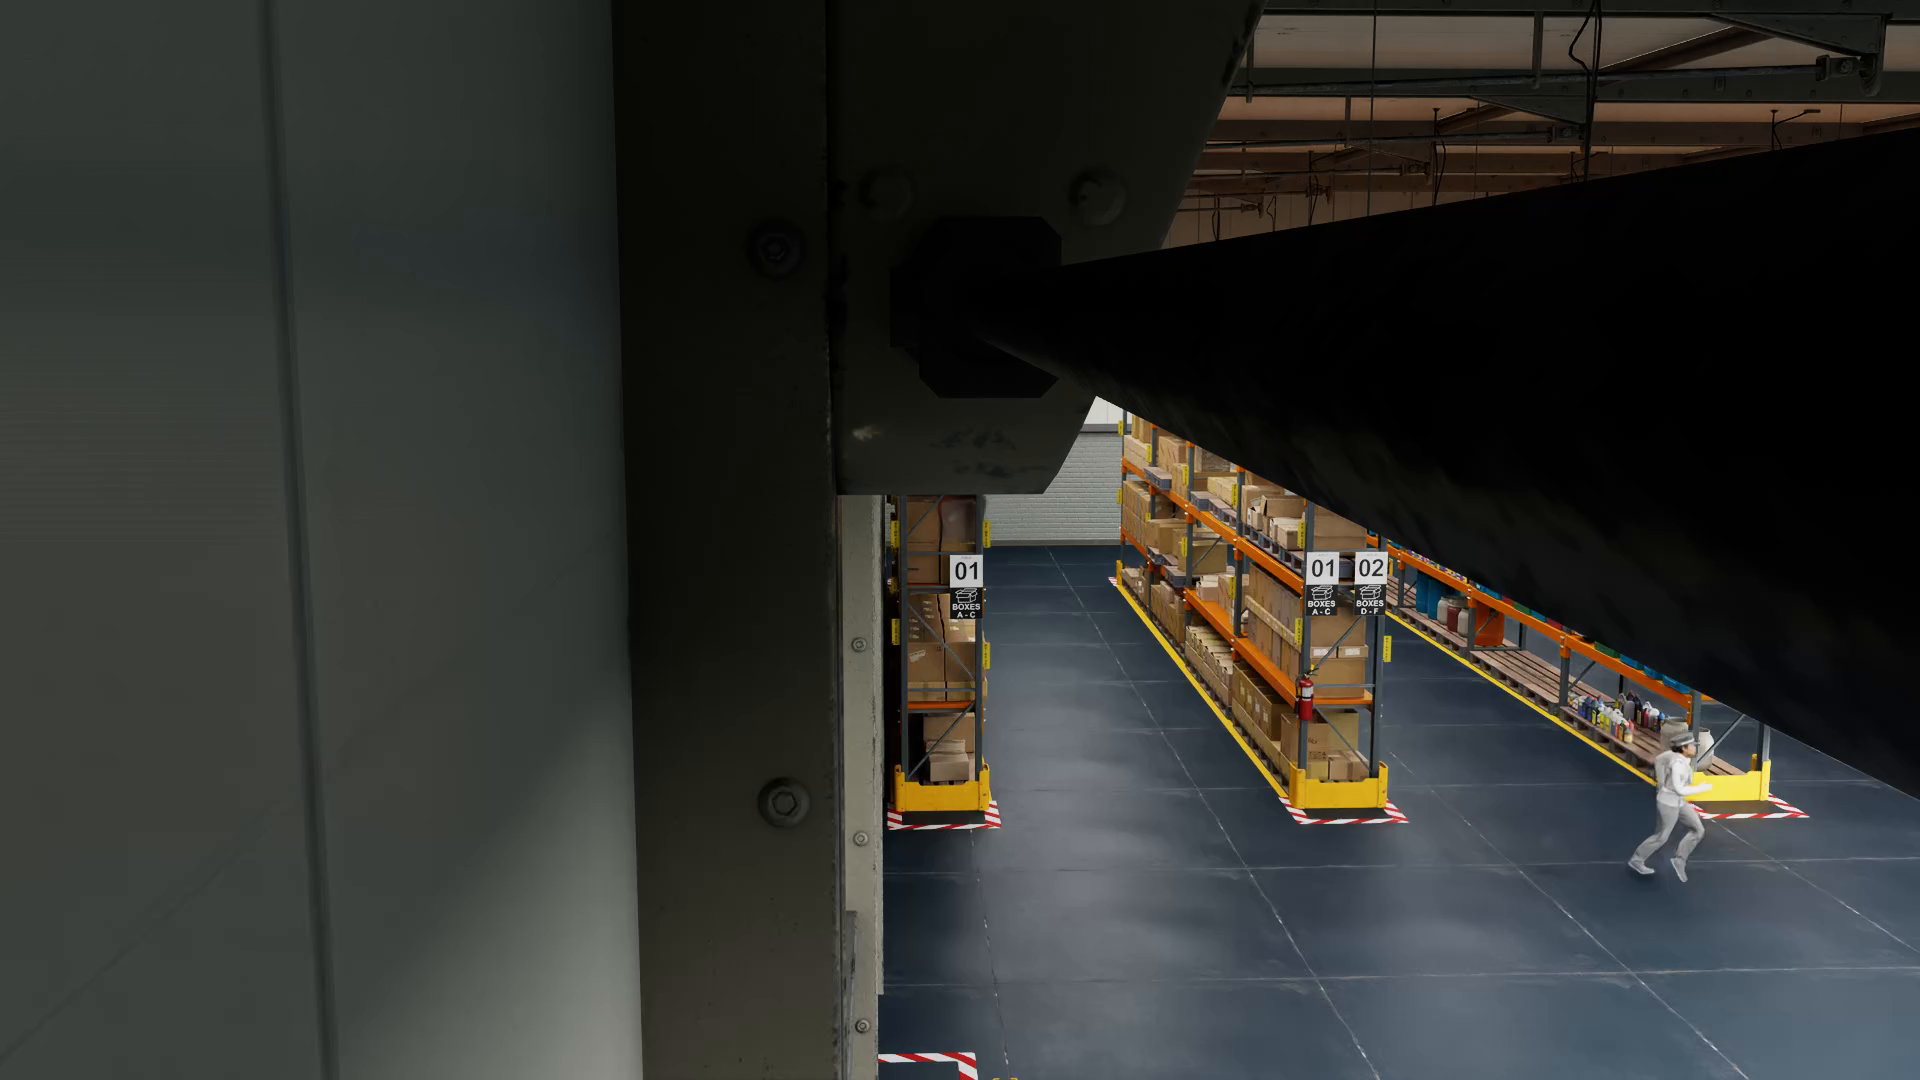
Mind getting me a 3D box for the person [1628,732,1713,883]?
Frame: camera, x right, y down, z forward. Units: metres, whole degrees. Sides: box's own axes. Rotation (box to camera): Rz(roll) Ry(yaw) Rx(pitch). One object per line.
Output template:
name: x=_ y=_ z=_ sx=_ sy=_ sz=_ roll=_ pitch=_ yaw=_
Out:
person: x=7.685 y=2.868 z=17.966 sx=0.795 sy=1.683 sz=0.640 roll=4 pitch=10 yaw=28
